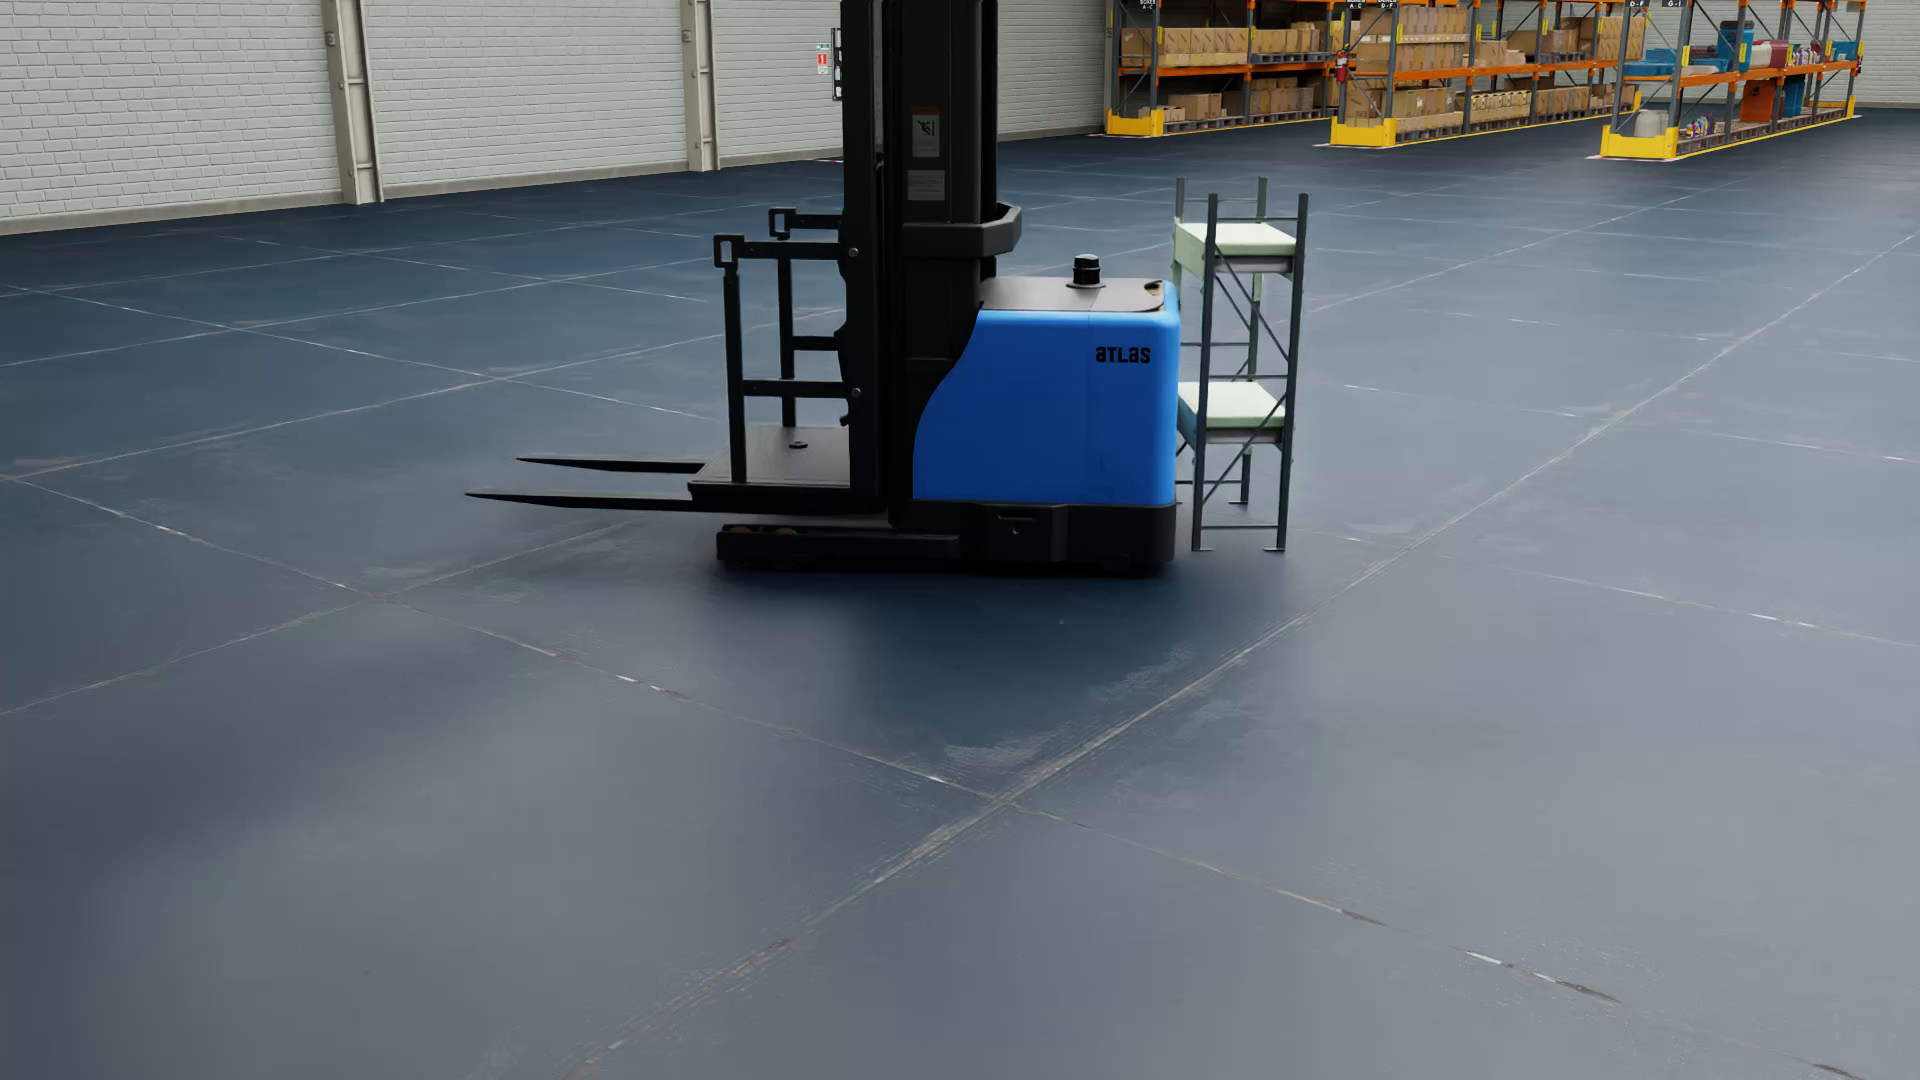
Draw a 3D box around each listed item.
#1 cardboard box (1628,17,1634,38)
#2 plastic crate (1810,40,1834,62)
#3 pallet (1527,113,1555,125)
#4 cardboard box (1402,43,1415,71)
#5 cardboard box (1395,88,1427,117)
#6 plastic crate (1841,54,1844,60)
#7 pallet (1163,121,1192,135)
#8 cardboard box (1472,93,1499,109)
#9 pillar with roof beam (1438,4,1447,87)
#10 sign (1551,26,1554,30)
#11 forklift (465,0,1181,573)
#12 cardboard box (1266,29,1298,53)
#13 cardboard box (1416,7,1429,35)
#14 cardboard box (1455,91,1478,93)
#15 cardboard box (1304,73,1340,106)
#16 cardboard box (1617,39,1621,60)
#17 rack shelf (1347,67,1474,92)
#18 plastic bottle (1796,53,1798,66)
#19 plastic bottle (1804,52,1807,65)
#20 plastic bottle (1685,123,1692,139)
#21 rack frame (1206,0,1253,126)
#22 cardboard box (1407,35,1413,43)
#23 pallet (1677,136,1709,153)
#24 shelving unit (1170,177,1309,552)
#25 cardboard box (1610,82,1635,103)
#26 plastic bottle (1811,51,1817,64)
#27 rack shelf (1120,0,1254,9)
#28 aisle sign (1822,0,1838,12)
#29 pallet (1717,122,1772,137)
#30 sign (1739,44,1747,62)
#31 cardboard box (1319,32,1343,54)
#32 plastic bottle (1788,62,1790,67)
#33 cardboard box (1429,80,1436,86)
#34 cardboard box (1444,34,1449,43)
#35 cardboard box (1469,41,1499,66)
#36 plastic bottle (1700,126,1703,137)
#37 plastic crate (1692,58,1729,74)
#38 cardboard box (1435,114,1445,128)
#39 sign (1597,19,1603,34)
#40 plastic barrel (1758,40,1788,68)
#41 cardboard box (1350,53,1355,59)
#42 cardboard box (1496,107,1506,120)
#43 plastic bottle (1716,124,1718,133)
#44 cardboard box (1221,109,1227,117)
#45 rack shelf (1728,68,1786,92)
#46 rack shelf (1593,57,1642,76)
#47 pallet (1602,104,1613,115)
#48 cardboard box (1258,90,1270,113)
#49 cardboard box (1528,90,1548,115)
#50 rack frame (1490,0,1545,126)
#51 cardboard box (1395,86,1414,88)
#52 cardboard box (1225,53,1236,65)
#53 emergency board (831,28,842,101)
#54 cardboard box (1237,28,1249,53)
[{"bbox_3d":[16.363,-12.710,41.259,0.500,0.500,0.500,13,22,36],"label":"cardboard box"},{"bbox_3d":[19.339,-10.982,37.342,0.402,0.464,0.583,12,21,35],"label":"plastic crate"},{"bbox_3d":[12.721,-9.518,37.537,1.003,0.211,1.213,12,21,35],"label":"pallet"},{"bbox_3d":[8.077,-9.055,31.178,0.700,0.500,0.500,13,22,36],"label":"cardboard box"},{"bbox_3d":[8.562,-8.348,31.731,0.500,0.500,0.500,12,21,35],"label":"cardboard box"},{"bbox_3d":[20.464,-11.318,38.974,0.396,0.136,0.243,12,21,35],"label":"plastic crate"},{"bbox_3d":[4.057,-8.521,34.327,1.003,0.211,1.213,12,21,35],"label":"pallet"},{"bbox_3d":[10.919,-9.177,34.720,0.500,0.311,0.500,12,21,33],"label":"cardboard box"},{"bbox_3d":[17.404,-16.358,44.747,9.100,9.000,0.400,12,21,35],"label":"pillar with roof beam"},{"bbox_3d":[14.189,-12.138,39.814,0.100,0.325,0.005,12,21,35],"label":"sign"},{"bbox_3d":[-0.585,-1.434,6.920,3.031,2.935,1.130,2,17,6],"label":"forklift"},{"bbox_3d":[7.269,-11.396,37.973,0.700,0.500,0.500,12,21,35],"label":"cardboard box"},{"bbox_3d":[8.408,-9.808,31.414,0.700,0.500,0.500,13,21,35],"label":"cardboard box"},{"bbox_3d":[10.780,-9.390,35.408,0.500,0.311,0.500,12,21,34],"label":"cardboard box"},{"bbox_3d":[8.809,-10.879,40.134,0.750,0.750,0.750,12,21,34],"label":"cardboard box"},{"bbox_3d":[16.056,-12.115,41.029,0.500,0.500,0.500,12,21,34],"label":"cardboard box"},{"bbox_3d":[8.671,-8.906,32.077,1.077,0.370,4.000,12,21,35],"label":"rack shelf"},{"bbox_3d":[17.519,-10.084,34.877,0.097,0.271,0.097,0,17,0],"label":"plastic bottle"},{"bbox_3d":[18.032,-10.305,35.580,0.152,0.276,0.135,12,21,35],"label":"plastic bottle"},{"bbox_3d":[12.786,-7.181,29.167,0.097,0.271,0.097,0,17,0],"label":"plastic bottle"},{"bbox_3d":[5.882,-10.600,36.320,1.000,3.000,0.127,12,21,35],"label":"rack frame"},{"bbox_3d":[8.191,-9.308,30.898,0.380,0.149,0.250,13,21,35],"label":"cardboard box"},{"bbox_3d":[12.679,-7.073,29.665,1.003,0.211,1.213,12,21,35],"label":"pallet"},{"bbox_3d":[1.172,-0.779,7.218,0.431,1.500,0.755,-1,17,-3],"label":"shelving unit"},{"bbox_3d":[16.887,-11.427,42.456,0.500,0.500,0.500,12,21,35],"label":"cardboard box"},{"bbox_3d":[18.630,-10.545,36.351,0.152,0.276,0.135,12,21,35],"label":"plastic bottle"},{"bbox_3d":[4.691,-11.213,34.448,1.077,0.370,4.000,12,21,35],"label":"rack shelf"},{"bbox_3d":[20.793,-13.019,39.725,0.394,0.787,0.004,12,21,35],"label":"aisle sign"},{"bbox_3d":[15.729,-8.293,33.592,1.003,0.211,1.213,12,21,35],"label":"pallet"},{"bbox_3d":[14.274,-8.882,30.320,0.100,0.325,0.005,12,21,35],"label":"sign"},{"bbox_3d":[8.761,-11.823,39.553,0.500,0.500,0.500,13,22,36],"label":"cardboard box"},{"bbox_3d":[17.015,-9.899,34.272,0.152,0.276,0.135,12,21,35],"label":"plastic bottle"},{"bbox_3d":[12.397,-12.161,44.855,0.700,0.500,0.500,12,21,35],"label":"cardboard box"},{"bbox_3d":[9.265,-9.738,32.283,0.380,0.149,0.250,12,21,34],"label":"cardboard box"},{"bbox_3d":[10.946,-10.198,34.857,0.500,0.500,0.500,12,21,35],"label":"cardboard box"},{"bbox_3d":[13.231,-7.325,29.751,0.097,0.201,0.097,0,17,0],"label":"plastic bottle"},{"bbox_3d":[13.397,-8.467,29.701,0.499,0.251,0.616,12,21,35],"label":"plastic crate"},{"bbox_3d":[9.170,-8.225,32.600,0.500,0.250,0.500,12,21,35],"label":"cardboard box"},{"bbox_3d":[15.077,-12.087,39.155,0.100,0.325,0.005,12,21,35],"label":"sign"},{"bbox_3d":[16.189,-9.703,33.202,0.600,0.536,0.708,12,21,35],"label":"plastic barrel"},{"bbox_3d":[9.392,-11.791,40.546,0.380,0.149,0.250,13,21,36],"label":"cardboard box"},{"bbox_3d":[11.218,-9.032,35.198,0.500,0.250,0.500,13,21,36],"label":"cardboard box"},{"bbox_3d":[13.873,-7.582,30.577,0.097,0.201,0.097,0,17,0],"label":"plastic bottle"},{"bbox_3d":[5.588,-9.324,36.248,0.380,0.166,0.250,9,20,28],"label":"cardboard box"},{"bbox_3d":[15.030,-8.982,32.323,1.077,0.370,4.000,12,21,35],"label":"rack shelf"},{"bbox_3d":[15.821,-11.764,41.281,1.077,0.370,4.000,12,21,35],"label":"rack shelf"},{"bbox_3d":[15.766,-10.754,41.519,1.003,0.211,1.213,12,21,35],"label":"pallet"},{"bbox_3d":[6.575,-9.927,37.624,0.700,0.500,0.500,12,21,34],"label":"cardboard box"},{"bbox_3d":[12.747,-9.753,37.064,0.500,0.500,0.500,14,22,37],"label":"cardboard box"},{"bbox_3d":[12.246,-10.678,36.572,1.000,3.000,0.127,12,21,35],"label":"rack frame"},{"bbox_3d":[8.739,-8.678,32.794,0.500,0.500,0.500,12,21,35],"label":"cardboard box"},{"bbox_3d":[5.540,-10.254,35.426,0.500,0.250,0.500,13,21,35],"label":"cardboard box"},{"bbox_3d":[-1.857,-7.956,27.806,0.194,1.169,0.643,12,21,35],"label":"emergency board"},{"bbox_3d":[5.849,-10.729,35.689,0.500,0.500,0.500,12,21,35],"label":"cardboard box"}]
